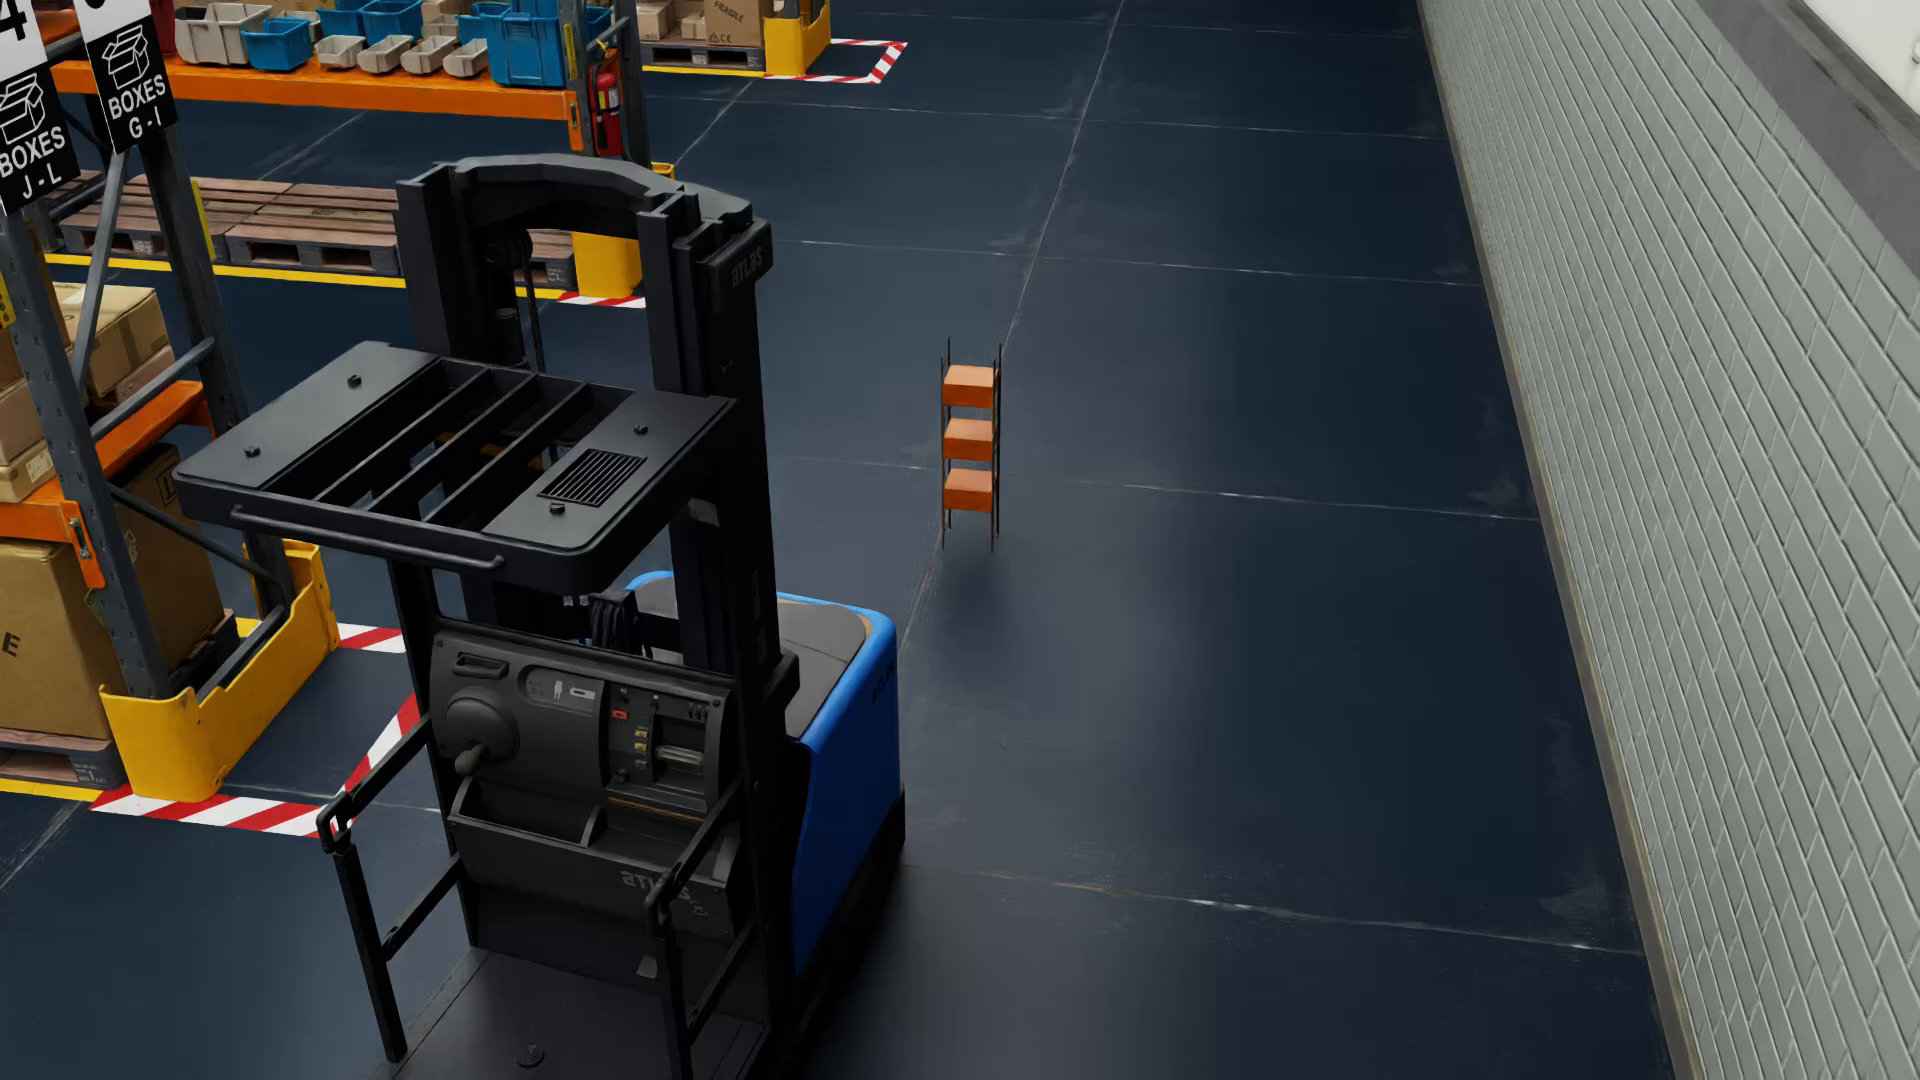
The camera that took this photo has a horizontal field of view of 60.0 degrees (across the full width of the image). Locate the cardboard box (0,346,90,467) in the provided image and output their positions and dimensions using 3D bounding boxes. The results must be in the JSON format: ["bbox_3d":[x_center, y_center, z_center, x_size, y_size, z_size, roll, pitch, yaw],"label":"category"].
[{"bbox_3d":[-3.601,-0.515,6.106,0.500,0.250,0.500,5,32,7],"label":"cardboard box"}]

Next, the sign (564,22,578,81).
[{"bbox_3d":[-2.322,-2.918,9.931,0.005,0.325,0.100,5,32,8],"label":"sign"}]

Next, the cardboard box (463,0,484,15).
[{"bbox_3d":[-4.742,-5.310,15.847,0.500,0.500,0.500,5,32,8],"label":"cardboard box"}]

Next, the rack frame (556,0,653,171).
[{"bbox_3d":[-2.246,-3.138,10.436,0.127,3.000,1.000,5,32,8],"label":"rack frame"}]

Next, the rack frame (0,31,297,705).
[{"bbox_3d":[-3.079,-0.548,6.298,0.127,3.000,1.000,5,32,8],"label":"rack frame"}]

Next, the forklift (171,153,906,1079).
[{"bbox_3d":[-1.160,0.583,4.556,1.130,2.935,3.031,10,33,16],"label":"forklift"}]

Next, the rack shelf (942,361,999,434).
[{"bbox_3d":[0.053,-0.672,7.819,0.240,0.259,0.215,5,32,8],"label":"rack shelf"}]

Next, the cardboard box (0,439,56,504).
[{"bbox_3d":[-3.485,-0.301,6.140,0.250,0.149,0.380,6,33,9],"label":"cardboard box"}]

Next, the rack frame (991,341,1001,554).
[{"bbox_3d":[0.173,-0.429,7.946,0.008,1.050,0.200,5,32,8],"label":"rack frame"}]

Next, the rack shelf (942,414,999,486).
[{"bbox_3d":[0.053,-0.431,7.969,0.240,0.259,0.215,5,32,8],"label":"rack shelf"}]

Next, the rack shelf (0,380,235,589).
[{"bbox_3d":[-5.051,-0.421,6.774,4.000,0.370,1.077,5,32,8],"label":"rack shelf"}]

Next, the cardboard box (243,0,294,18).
[{"bbox_3d":[-6.372,-5.155,15.600,0.500,0.500,0.500,5,32,8],"label":"cardboard box"}]

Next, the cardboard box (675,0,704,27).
[{"bbox_3d":[-2.390,-4.991,15.573,0.500,0.250,0.500,5,32,8],"label":"cardboard box"}]

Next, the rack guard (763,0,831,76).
[{"bbox_3d":[-1.484,-4.676,15.249,0.348,0.500,1.175,5,32,8],"label":"rack guard"}]

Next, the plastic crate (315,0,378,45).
[{"bbox_3d":[-4.027,-3.431,11.006,0.300,0.233,0.416,5,32,8],"label":"plastic crate"}]

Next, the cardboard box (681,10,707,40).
[{"bbox_3d":[-2.370,-4.717,15.214,0.250,0.166,0.380,5,32,8],"label":"cardboard box"}]

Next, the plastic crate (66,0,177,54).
[{"bbox_3d":[-5.351,-3.337,10.637,0.583,0.464,0.402,5,32,8],"label":"plastic crate"}]

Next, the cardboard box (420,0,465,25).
[{"bbox_3d":[-4.974,-4.982,15.501,0.500,0.311,0.500,5,32,8],"label":"cardboard box"}]

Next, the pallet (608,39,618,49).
[{"bbox_3d":[-3.469,-4.734,15.614,1.213,0.211,1.003,5,32,8],"label":"pallet"}]

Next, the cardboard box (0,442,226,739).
[{"bbox_3d":[-3.723,0.160,6.774,0.875,0.875,0.875,5,32,8],"label":"cardboard box"}]

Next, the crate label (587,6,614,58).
[{"bbox_3d":[-2.434,-3.287,10.775,0.303,0.233,0.416,5,32,8],"label":"crate label"}]

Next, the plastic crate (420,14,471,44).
[{"bbox_3d":[-3.405,-3.378,11.012,0.298,0.136,0.250,5,32,8],"label":"plastic crate"}]

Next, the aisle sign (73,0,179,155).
[{"bbox_3d":[-2.958,-1.800,5.848,0.004,0.787,0.394,5,32,8],"label":"aisle sign"}]

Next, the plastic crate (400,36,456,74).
[{"bbox_3d":[-3.363,-3.063,10.509,0.243,0.136,0.396,5,32,8],"label":"plastic crate"}]

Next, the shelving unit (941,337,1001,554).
[{"bbox_3d":[0.053,-0.440,7.964,0.252,1.050,0.215,5,32,8],"label":"shelving unit"}]

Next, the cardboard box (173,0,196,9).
[{"bbox_3d":[-7.368,-5.244,15.742,0.500,0.500,0.500,4,32,7],"label":"cardboard box"}]

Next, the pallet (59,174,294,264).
[{"bbox_3d":[-5.457,-2.268,11.674,1.213,0.211,1.003,5,32,8],"label":"pallet"}]

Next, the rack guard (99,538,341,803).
[{"bbox_3d":[-3.055,0.514,6.957,0.348,0.500,1.175,5,32,8],"label":"rack guard"}]

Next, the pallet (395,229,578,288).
[{"bbox_3d":[-3.052,-2.050,11.326,1.213,0.211,1.003,5,32,8],"label":"pallet"}]

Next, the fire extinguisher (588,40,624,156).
[{"bbox_3d":[-2.174,-2.696,10.154,0.183,0.674,0.296,5,32,8],"label":"fire extinguisher"}]

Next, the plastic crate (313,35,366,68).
[{"bbox_3d":[-3.937,-3.092,10.555,0.250,0.136,0.298,5,32,8],"label":"plastic crate"}]

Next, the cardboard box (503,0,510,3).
[{"bbox_3d":[-4.003,-5.163,15.790,0.500,0.311,0.500,5,32,8],"label":"cardboard box"}]

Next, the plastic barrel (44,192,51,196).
[{"bbox_3d":[-6.722,-2.841,11.544,0.708,0.901,0.600,5,32,8],"label":"plastic barrel"}]

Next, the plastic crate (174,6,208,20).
[{"bbox_3d":[-5.040,-3.444,11.129,0.590,0.125,0.437,5,32,8],"label":"plastic crate"}]

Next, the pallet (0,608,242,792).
[{"bbox_3d":[-3.880,0.604,7.086,1.213,0.211,1.003,5,32,8],"label":"pallet"}]
